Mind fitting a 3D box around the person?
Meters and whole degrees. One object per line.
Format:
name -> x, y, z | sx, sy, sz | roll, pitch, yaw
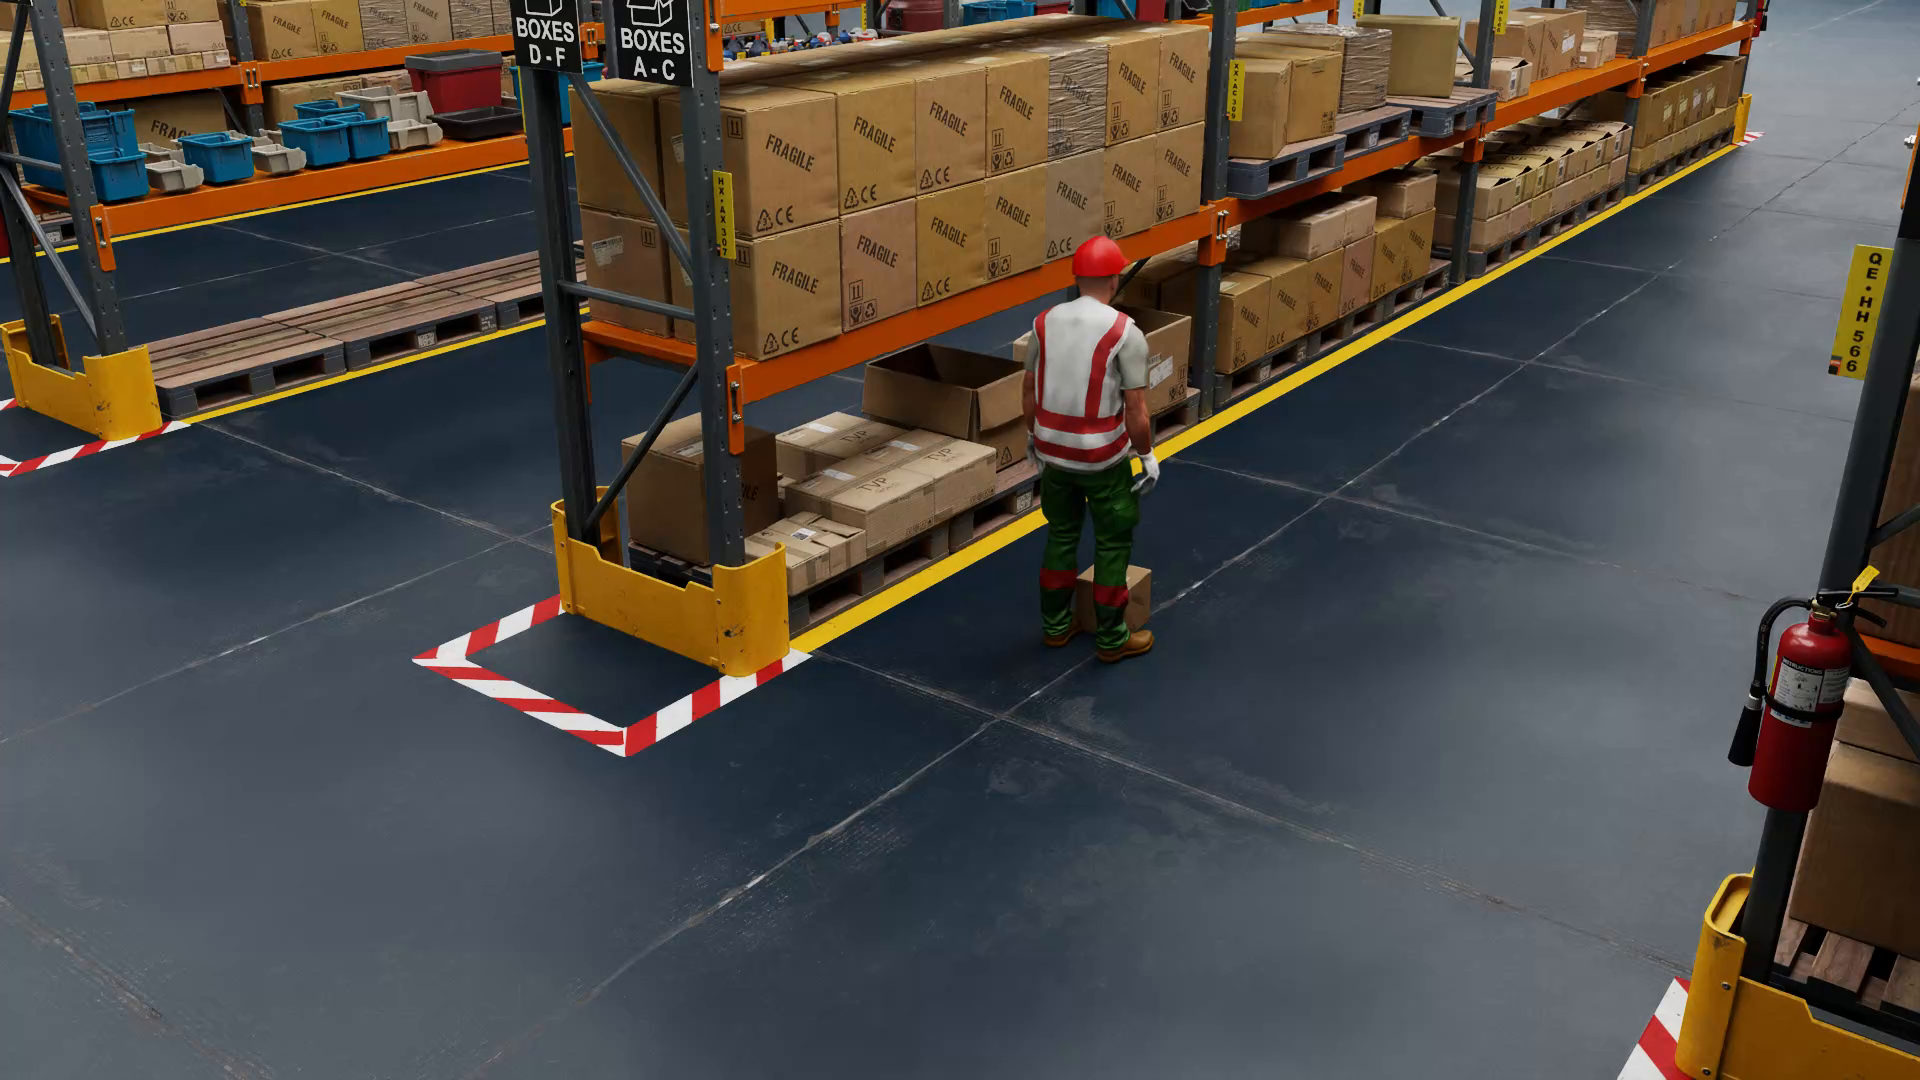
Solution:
person -> 0.539, -0.368, 6.933 | 0.623, 1.780, 0.450 | 16, 28, 32
